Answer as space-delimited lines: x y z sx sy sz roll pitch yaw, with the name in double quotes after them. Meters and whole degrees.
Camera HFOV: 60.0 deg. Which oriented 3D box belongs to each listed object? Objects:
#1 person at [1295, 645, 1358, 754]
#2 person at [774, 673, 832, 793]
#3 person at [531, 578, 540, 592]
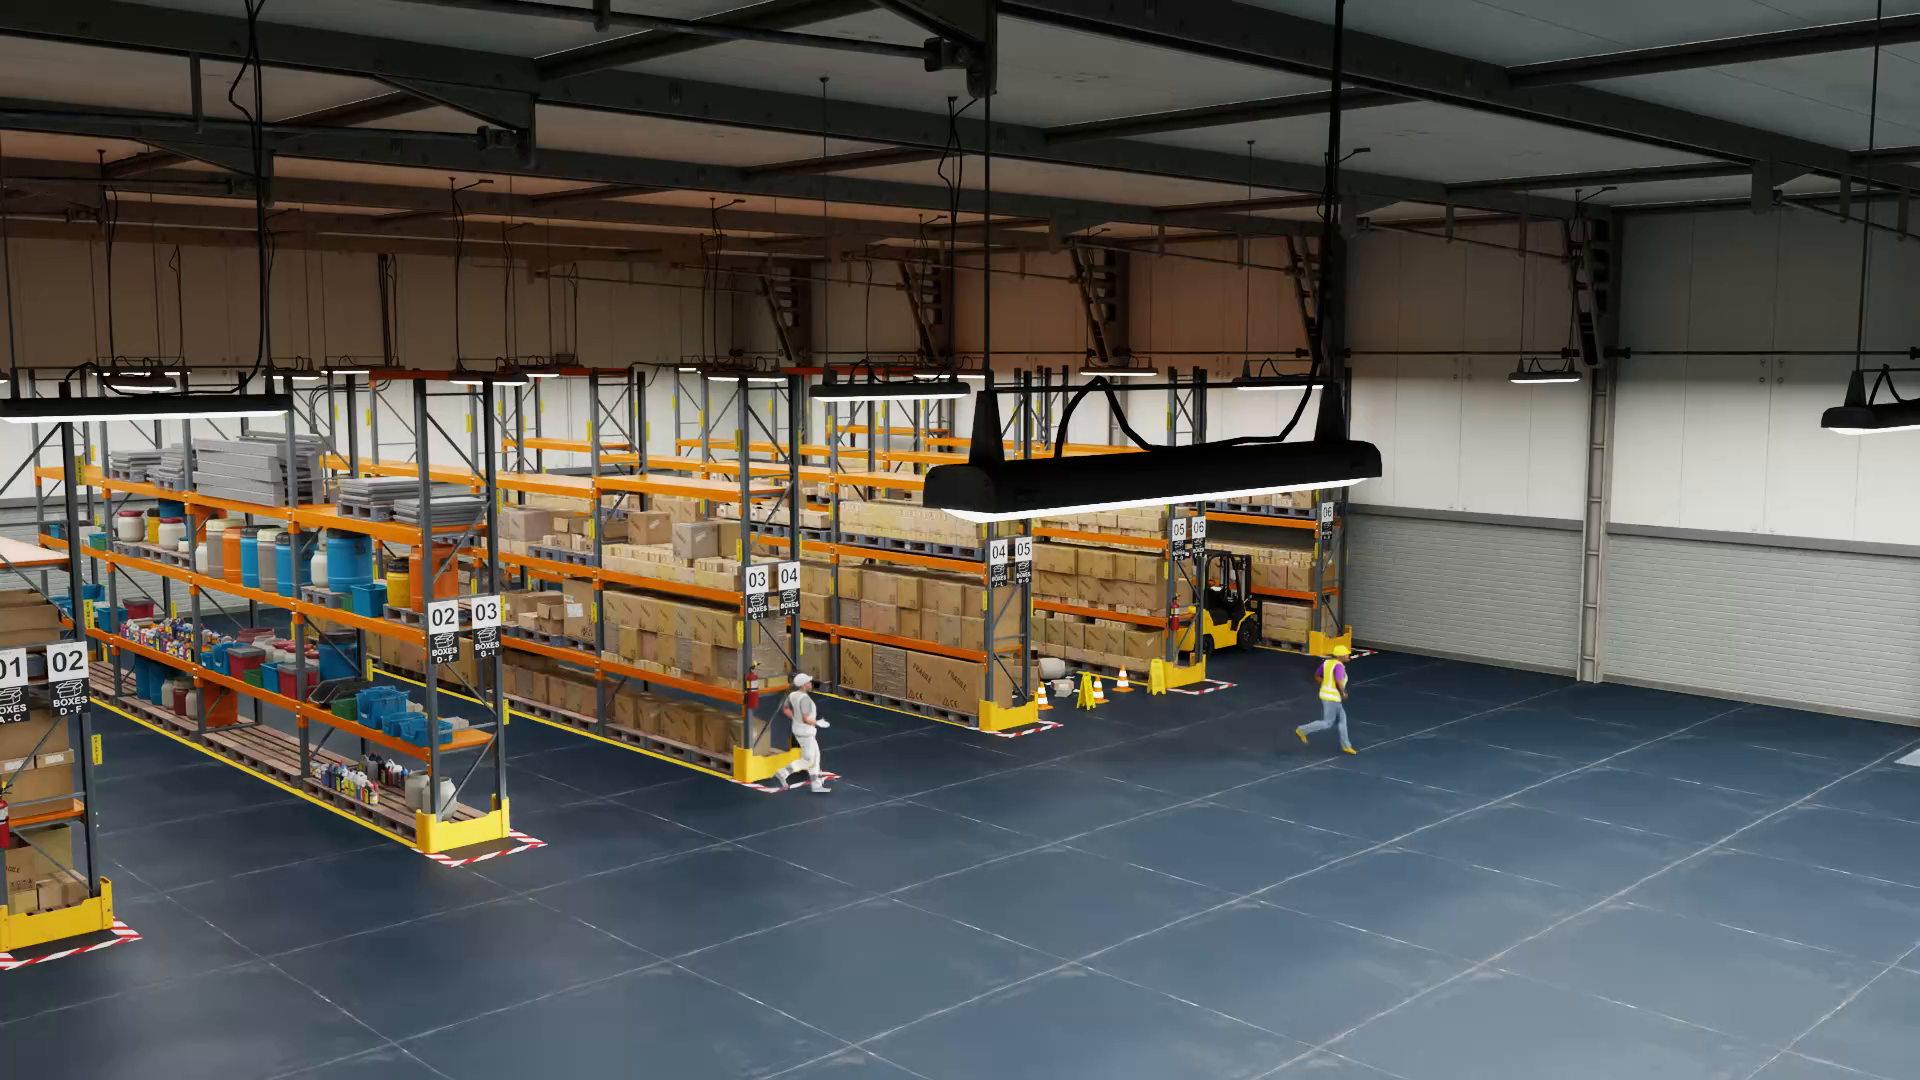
5.789 2.535 26.184 1.052 1.754 0.700 -1 6 -5 "person"
-2.266 2.783 23.774 0.883 1.780 0.655 -3 7 -23 "person"
-10.398 0.858 41.014 0.548 1.695 0.740 -1 7 -9 "person"
